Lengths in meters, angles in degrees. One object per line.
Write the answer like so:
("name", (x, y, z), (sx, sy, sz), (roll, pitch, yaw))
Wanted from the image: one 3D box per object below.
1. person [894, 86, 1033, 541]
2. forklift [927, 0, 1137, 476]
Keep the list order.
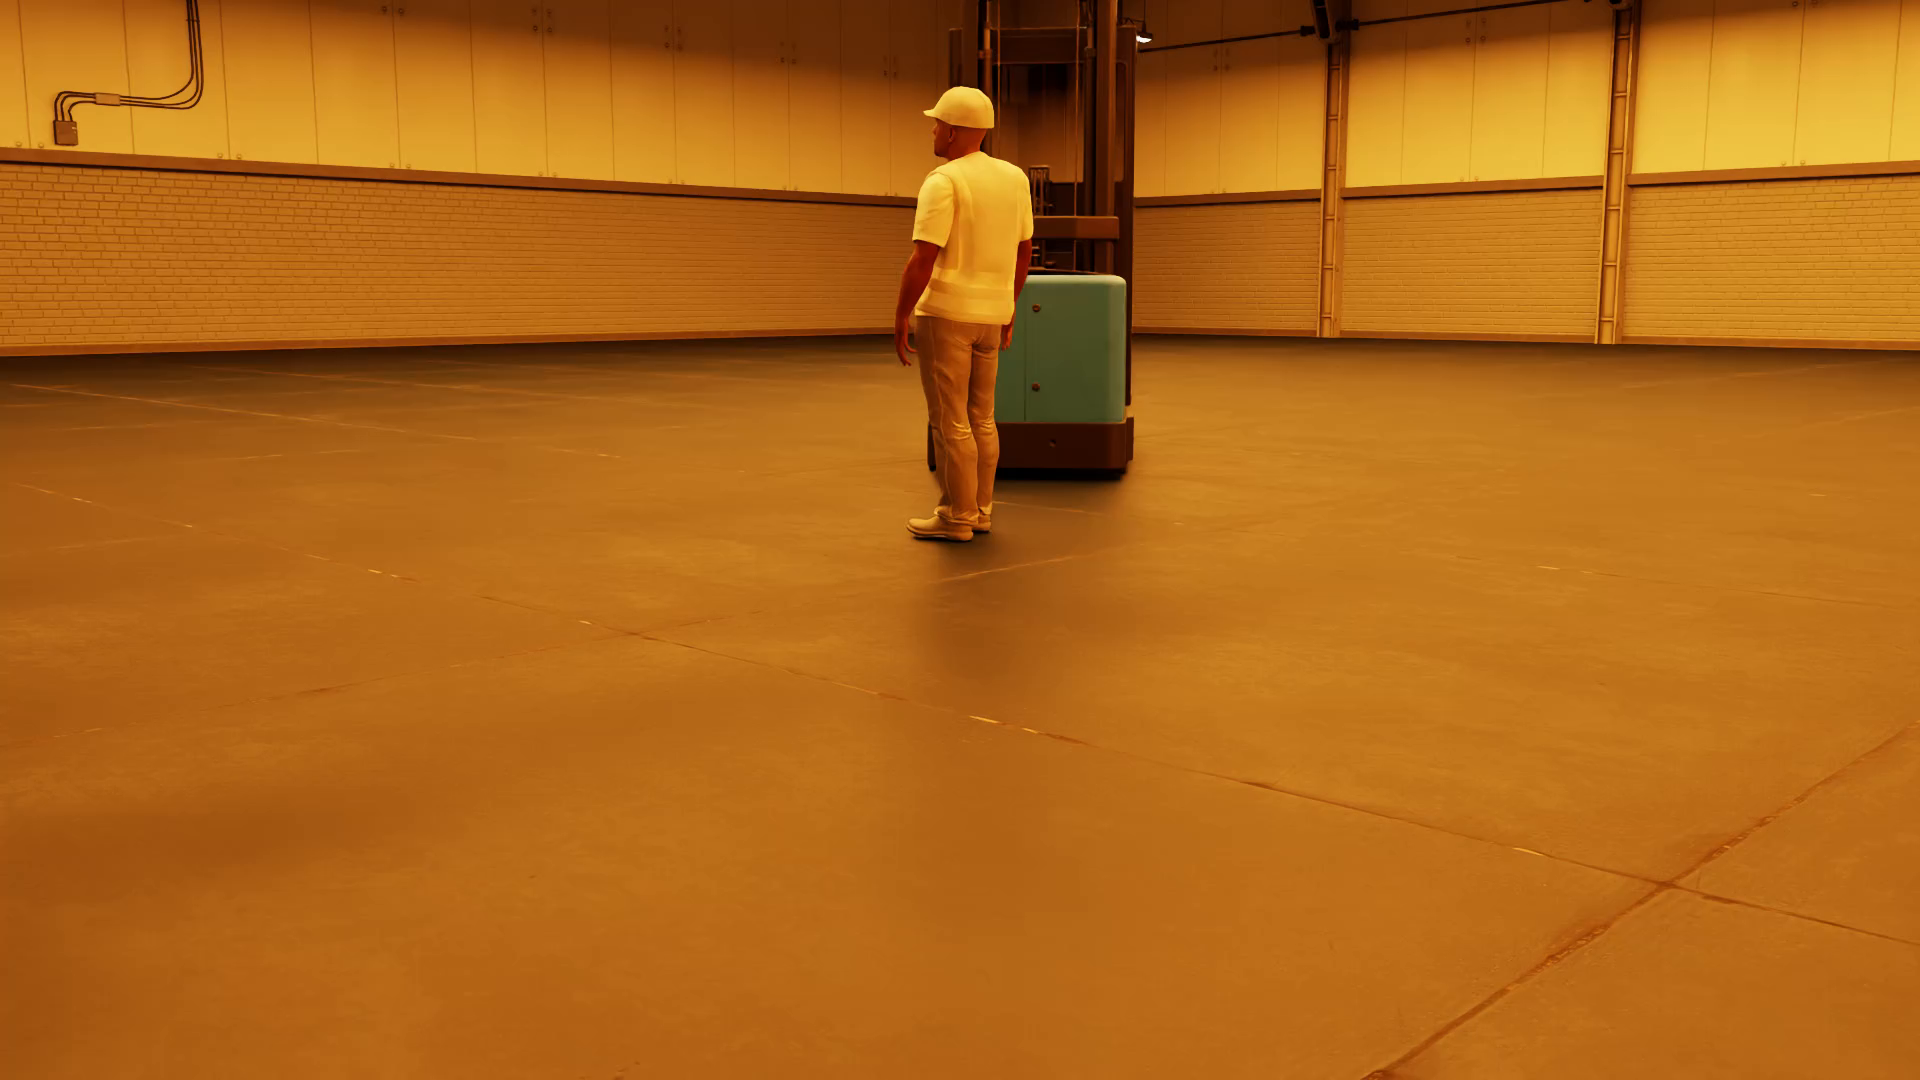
("person", (-0.047, -0.887, 6.637), (0.575, 1.766, 0.666), (8, 12, 43))
("forklift", (0.503, -1.979, 10.019), (1.130, 2.935, 3.031), (1, 9, 6))
